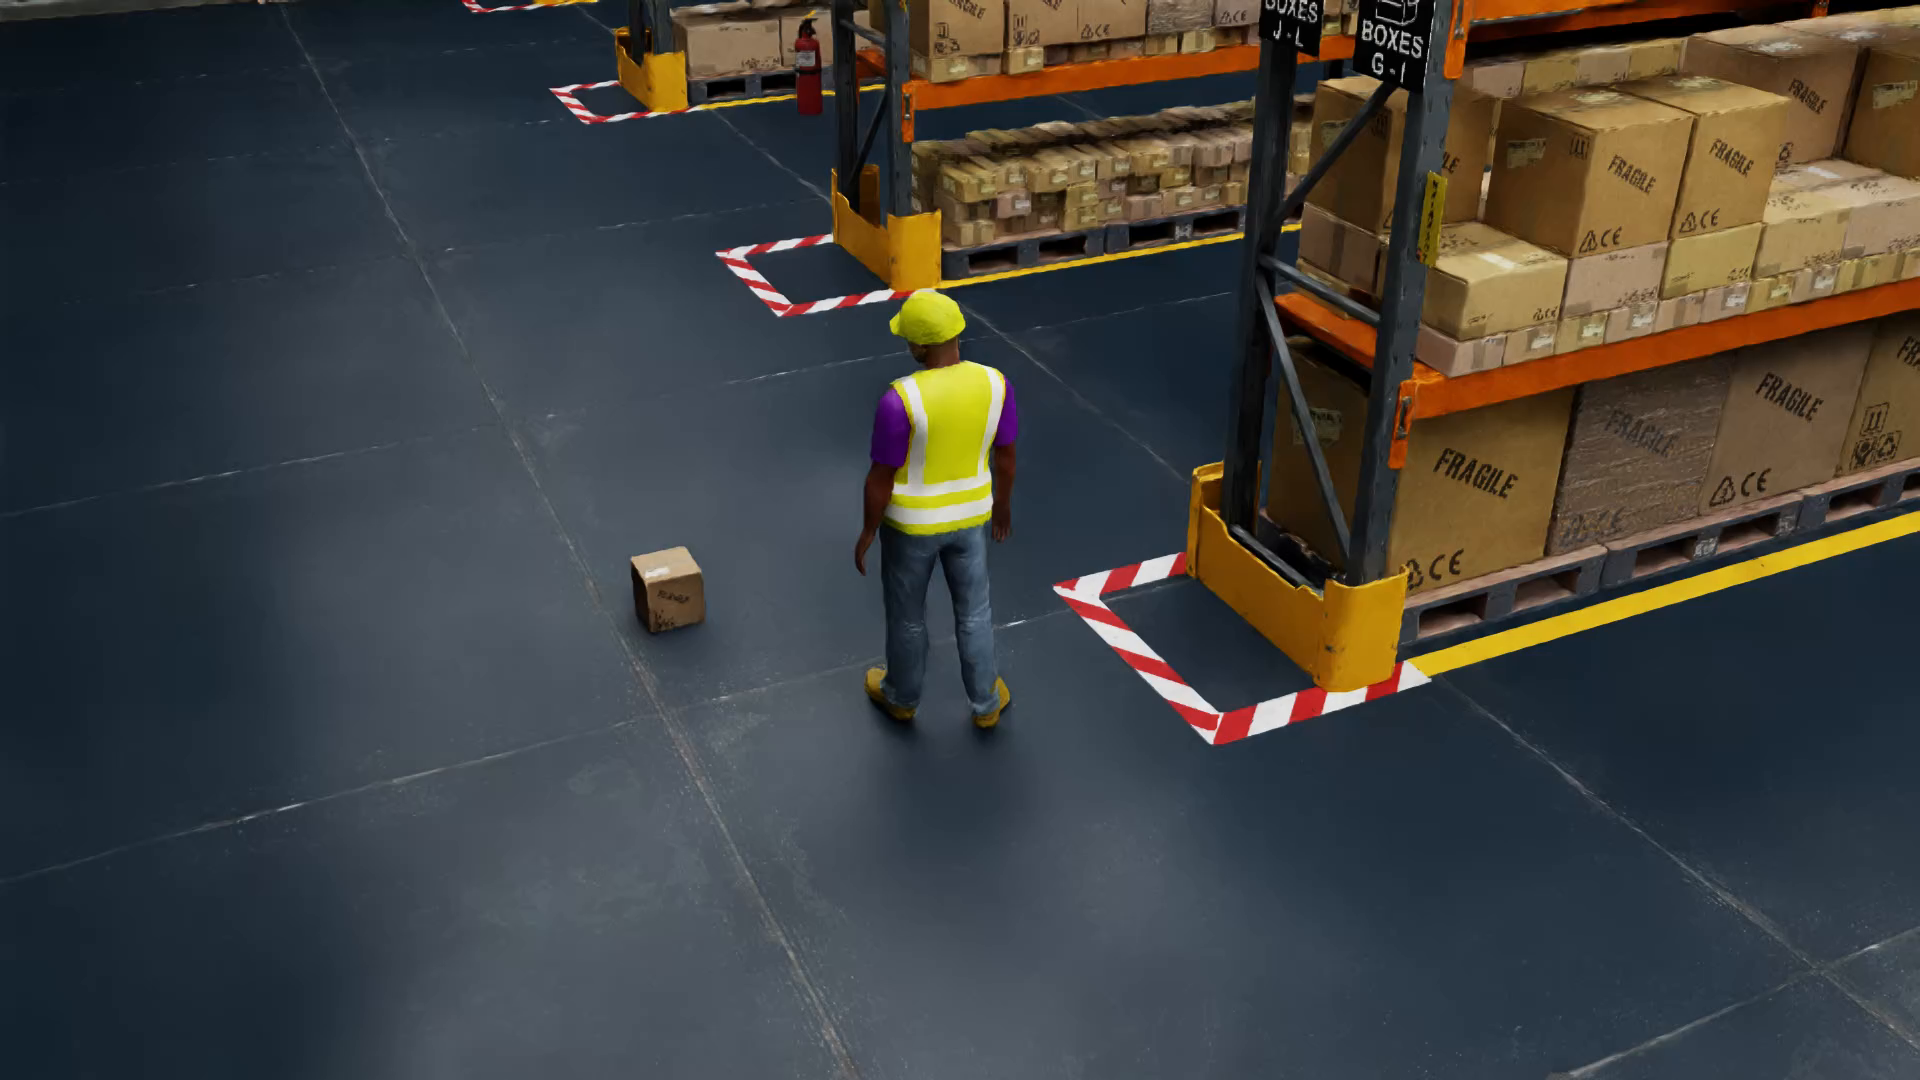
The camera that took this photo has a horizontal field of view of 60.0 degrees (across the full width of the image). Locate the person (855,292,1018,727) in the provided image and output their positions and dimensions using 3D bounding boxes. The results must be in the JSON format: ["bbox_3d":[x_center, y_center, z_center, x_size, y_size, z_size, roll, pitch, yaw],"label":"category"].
[{"bbox_3d":[-0.112,-0.107,6.241,0.655,1.768,0.503,-13,32,-22],"label":"person"}]
